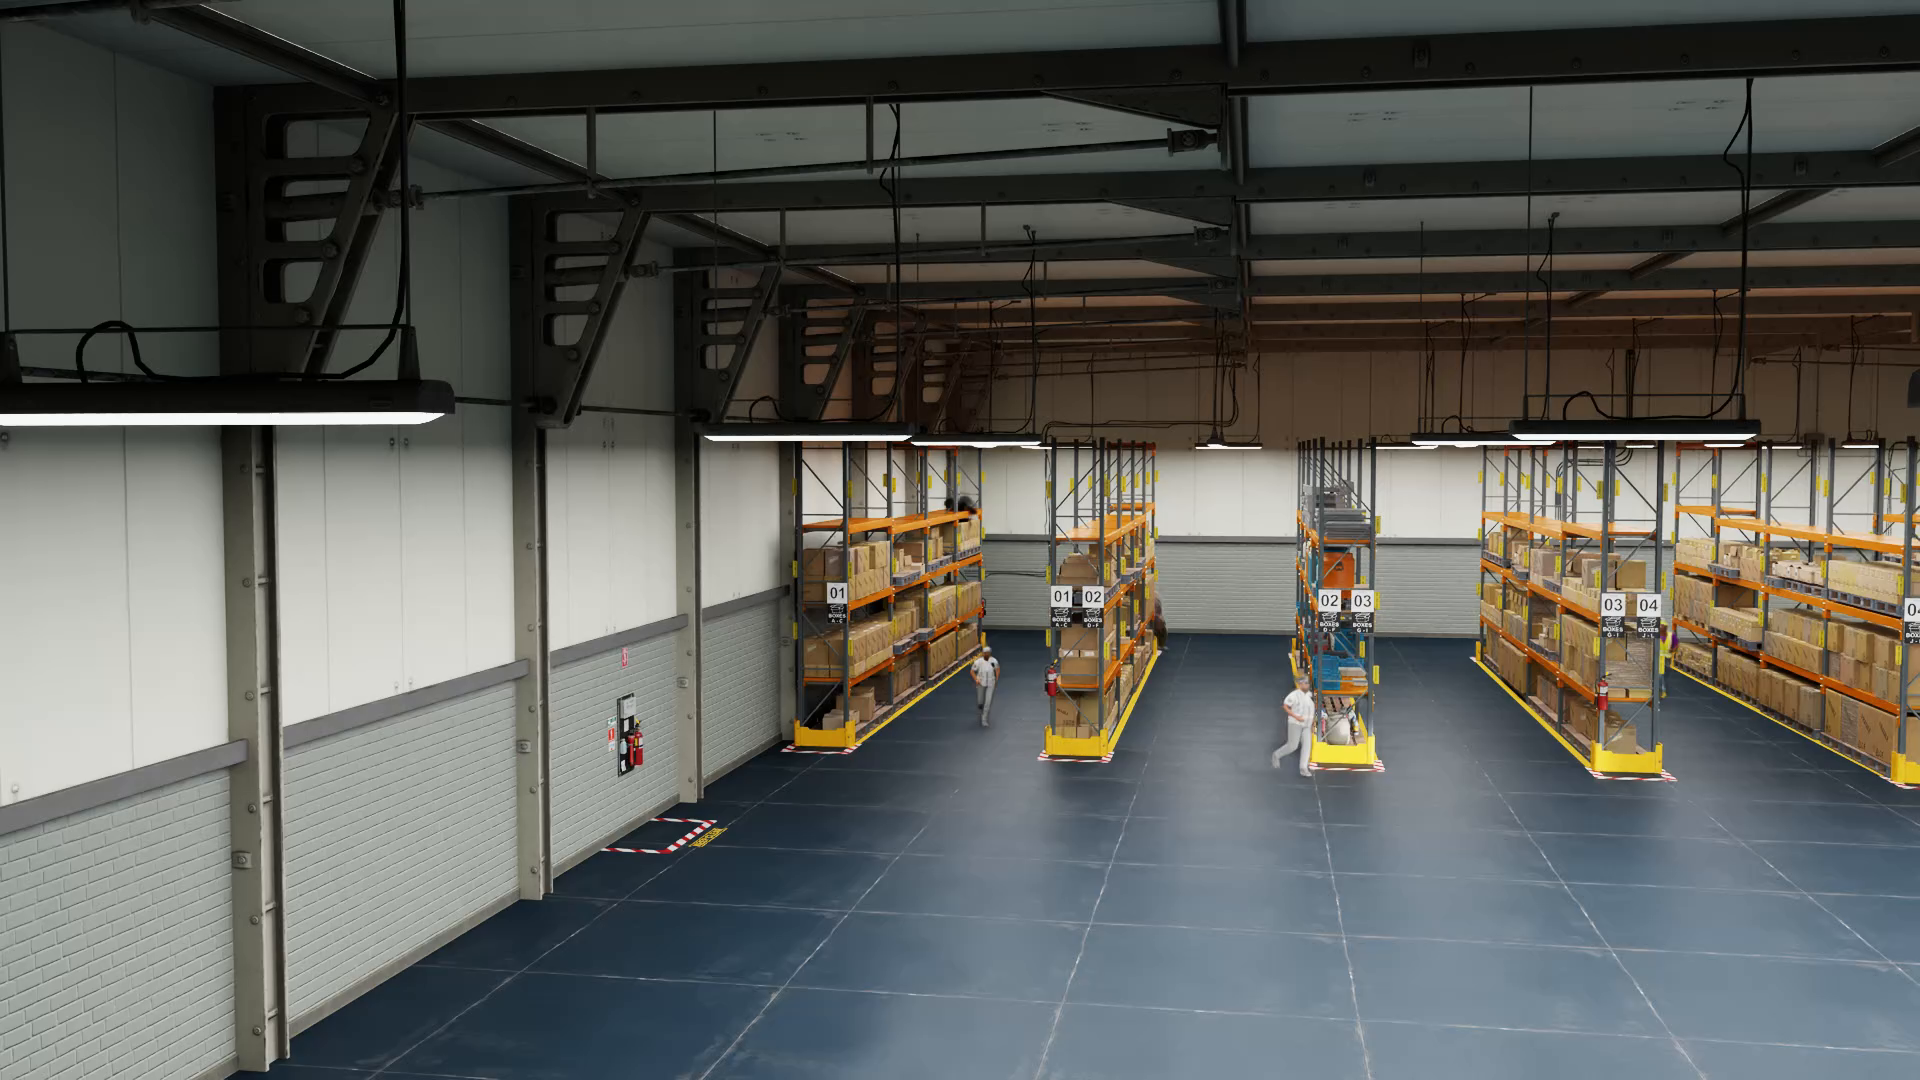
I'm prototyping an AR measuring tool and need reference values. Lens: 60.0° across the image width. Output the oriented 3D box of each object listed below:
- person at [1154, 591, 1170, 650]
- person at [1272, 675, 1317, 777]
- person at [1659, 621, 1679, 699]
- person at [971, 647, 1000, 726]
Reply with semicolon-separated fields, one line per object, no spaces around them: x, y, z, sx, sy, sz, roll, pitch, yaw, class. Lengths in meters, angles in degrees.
5.657;2.327;48.005;0.704;1.743;0.753;1;3;23;person
6.085;3.280;29.630;0.726;1.738;0.927;-2;3;-30;person
16.545;2.779;39.112;0.663;1.779;1.143;0;3;4;person
0.546;3.071;35.082;0.629;1.636;0.709;0;3;-6;person
